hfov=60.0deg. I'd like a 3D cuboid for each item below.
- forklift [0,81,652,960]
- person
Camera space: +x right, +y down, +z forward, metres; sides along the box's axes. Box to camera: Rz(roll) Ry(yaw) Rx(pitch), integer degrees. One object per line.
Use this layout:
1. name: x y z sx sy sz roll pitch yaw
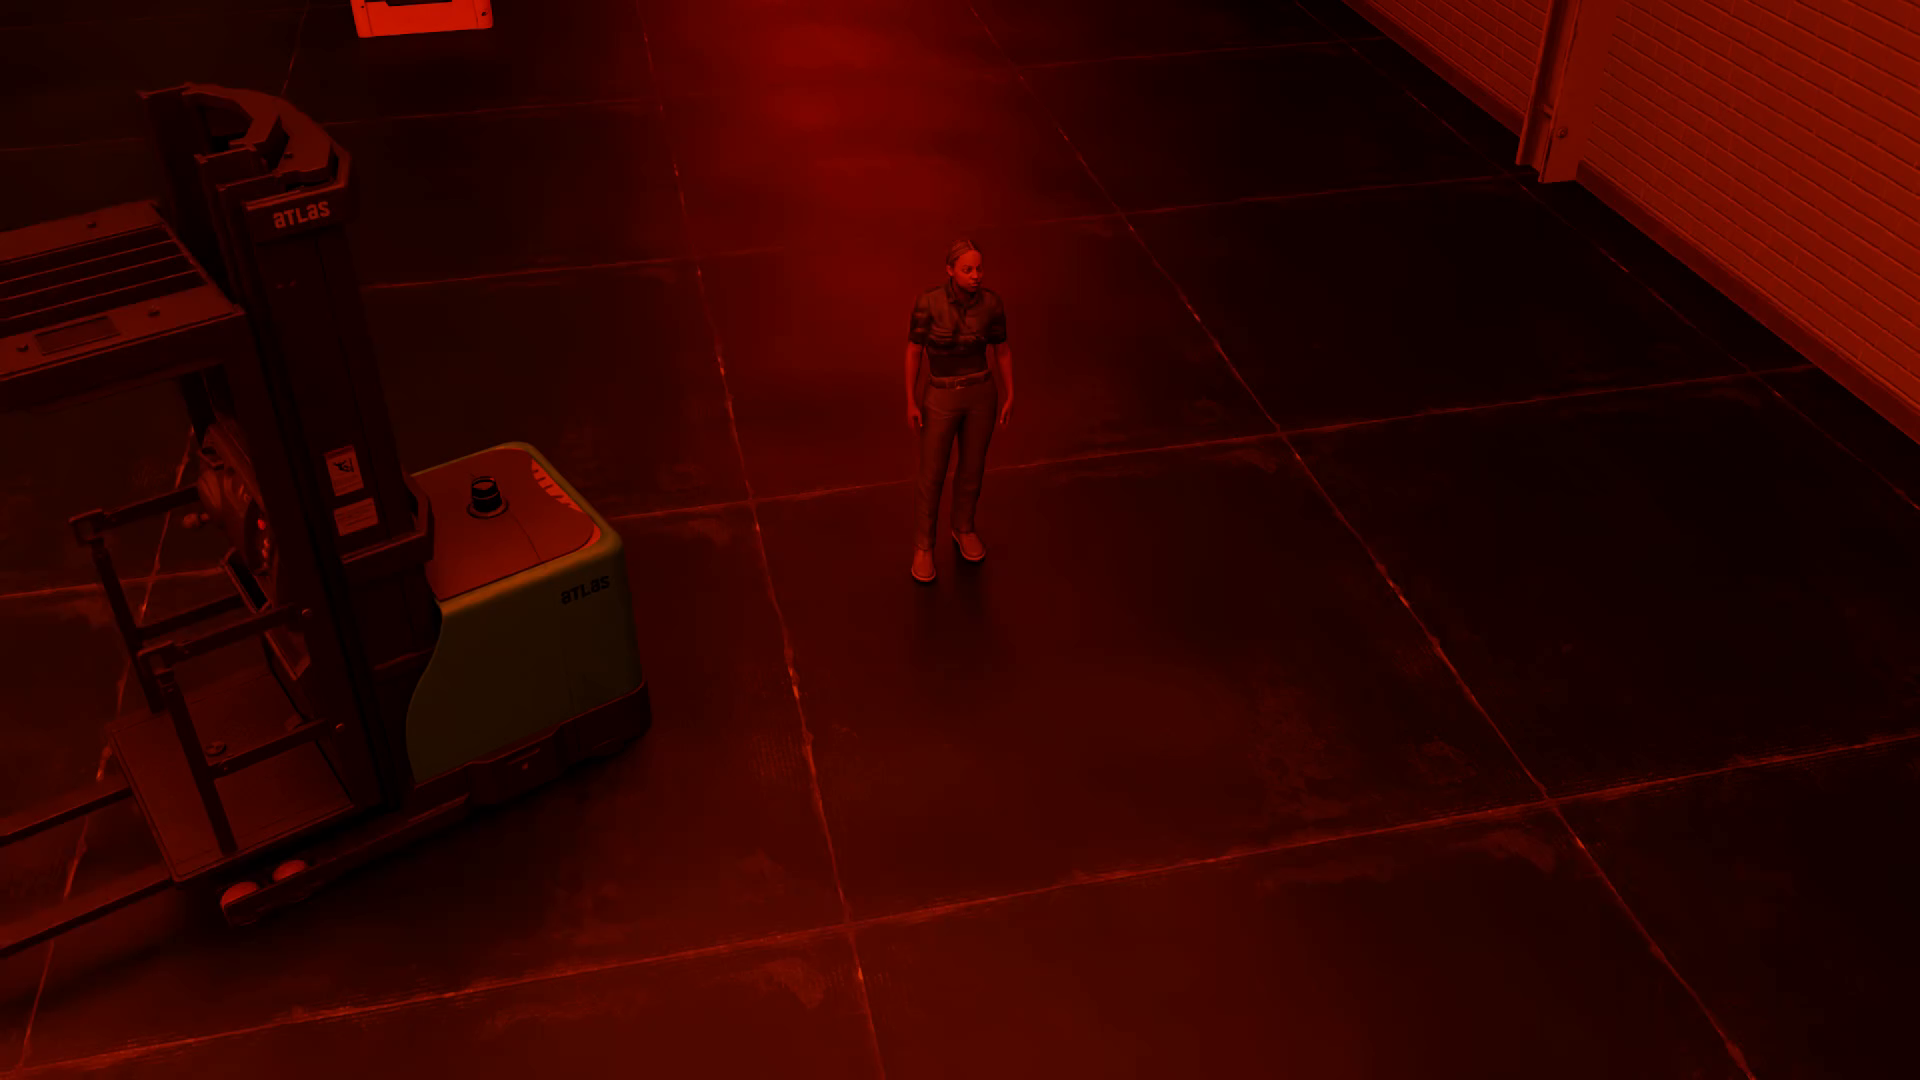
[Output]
1. forklift: -2.848 -0.044 6.112 3.031 2.935 1.130 -23 42 -29
2. person: 0.000 -0.625 7.999 0.569 1.654 0.504 -8 36 -11
